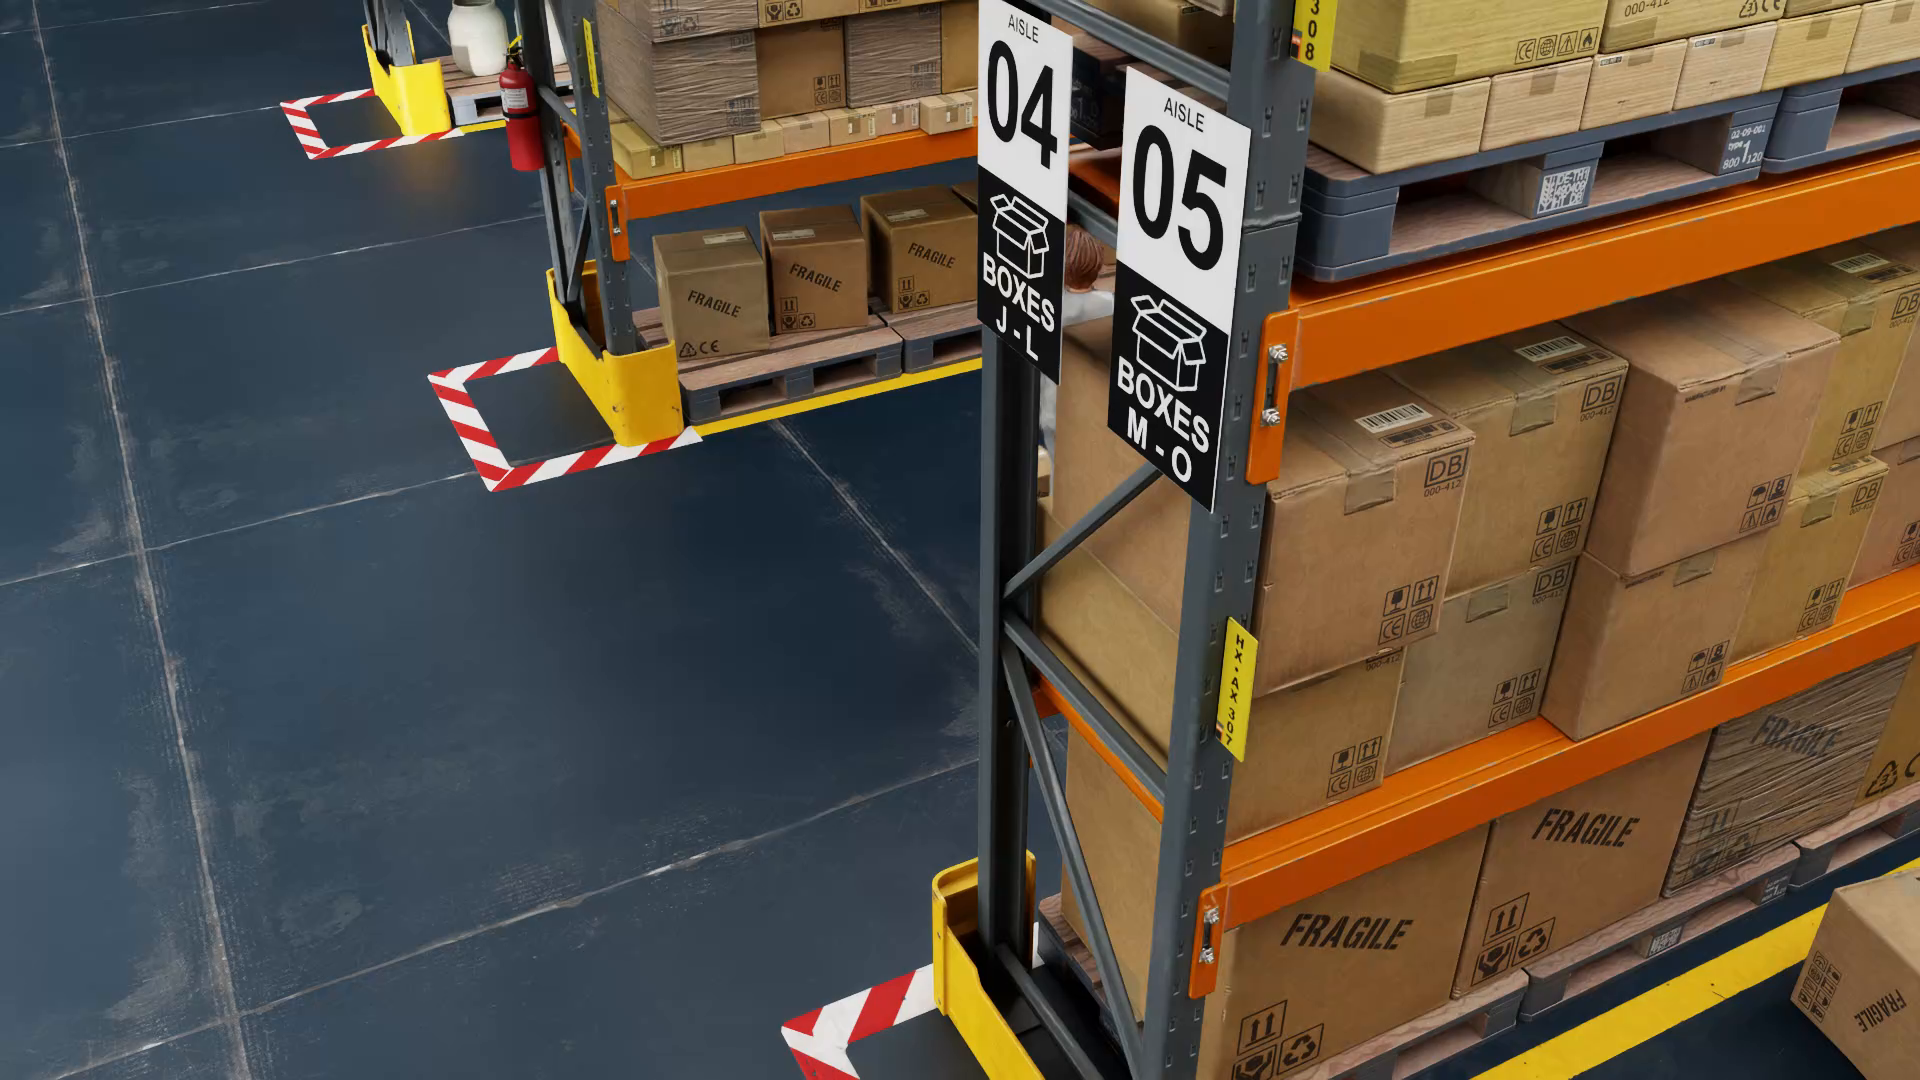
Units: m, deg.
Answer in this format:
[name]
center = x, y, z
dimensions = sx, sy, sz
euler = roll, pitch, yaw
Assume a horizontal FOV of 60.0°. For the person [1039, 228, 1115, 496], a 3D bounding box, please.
[person]
center = 0.508, -0.523, 6.915
dimensions = 0.452, 1.596, 0.549
euler = 8, 34, 12
